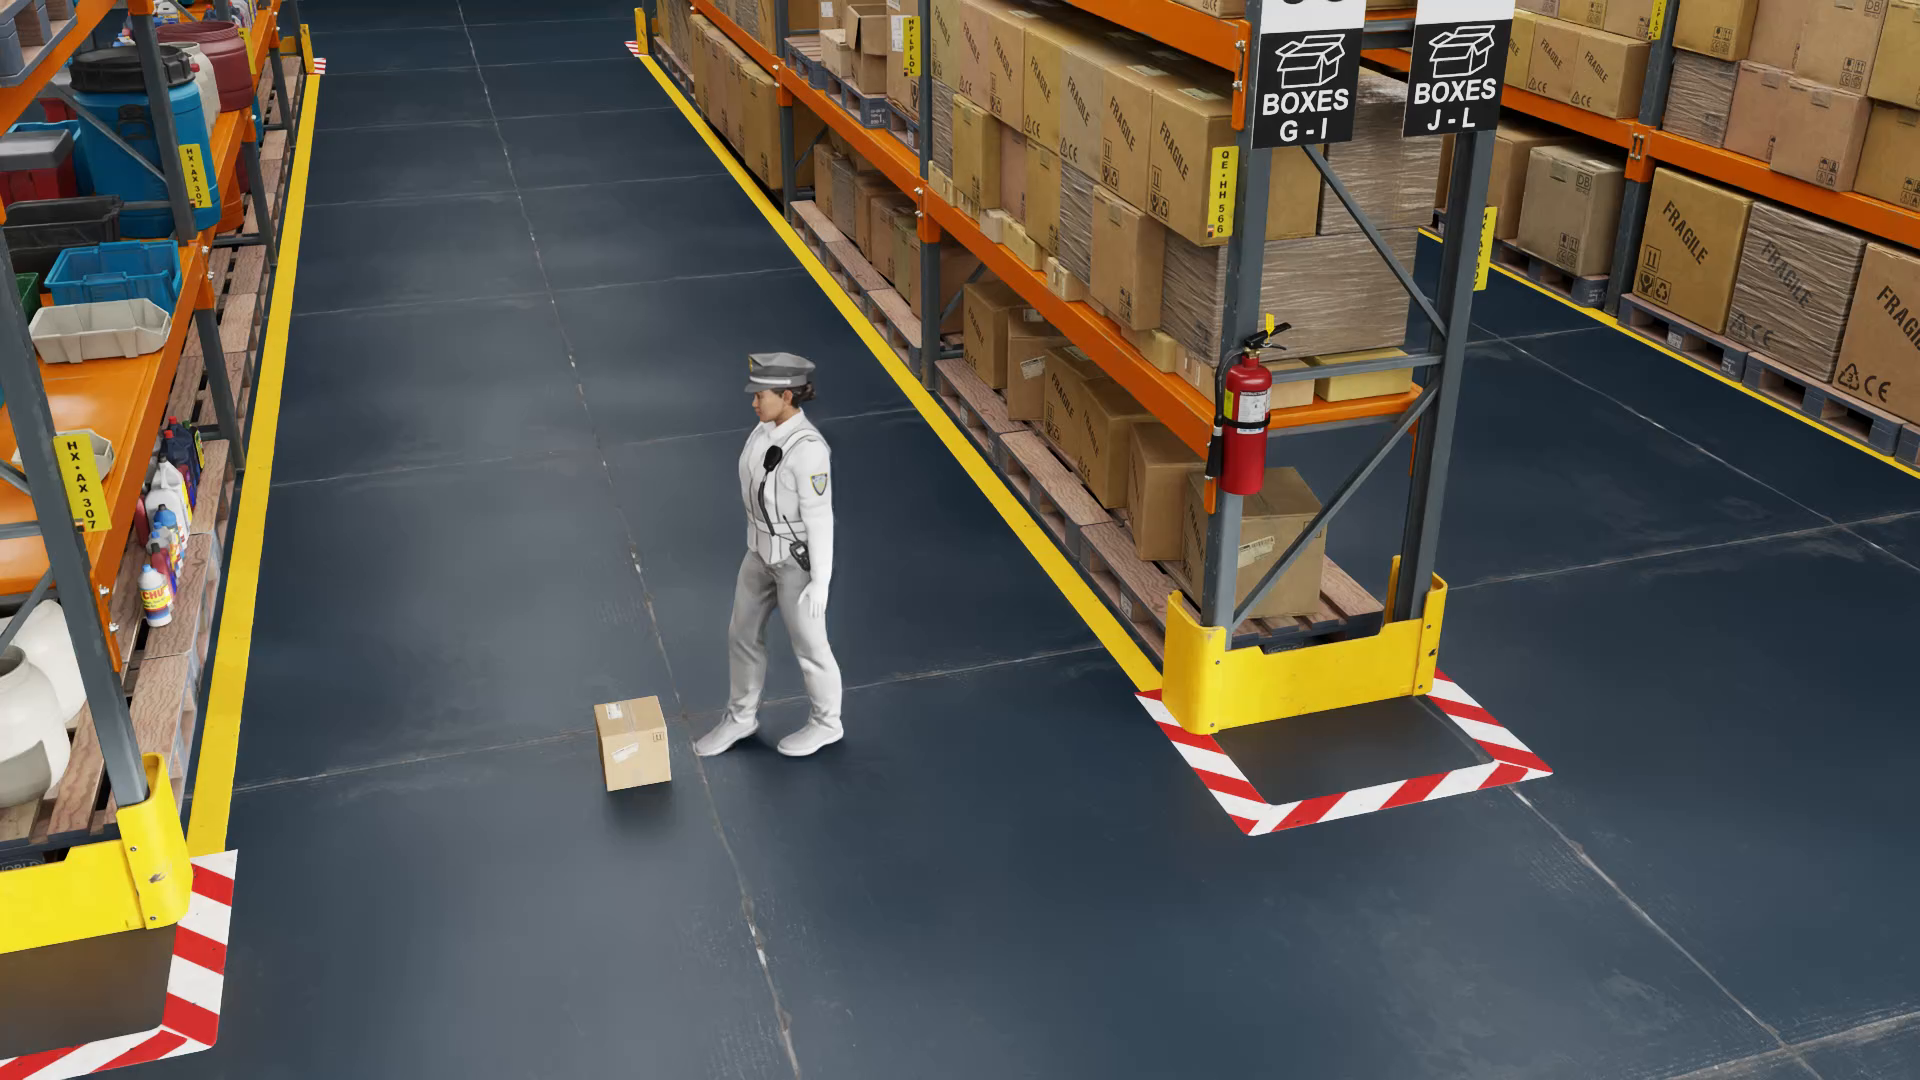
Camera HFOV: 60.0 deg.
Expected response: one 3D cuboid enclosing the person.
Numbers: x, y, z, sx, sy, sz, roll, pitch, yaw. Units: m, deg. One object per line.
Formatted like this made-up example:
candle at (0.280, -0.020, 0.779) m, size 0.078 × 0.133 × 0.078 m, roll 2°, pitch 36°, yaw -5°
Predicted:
person at (-0.751, 0.117, 6.374) m, size 0.564 × 1.692 × 0.513 m, roll -15°, pitch 30°, yaw -28°
